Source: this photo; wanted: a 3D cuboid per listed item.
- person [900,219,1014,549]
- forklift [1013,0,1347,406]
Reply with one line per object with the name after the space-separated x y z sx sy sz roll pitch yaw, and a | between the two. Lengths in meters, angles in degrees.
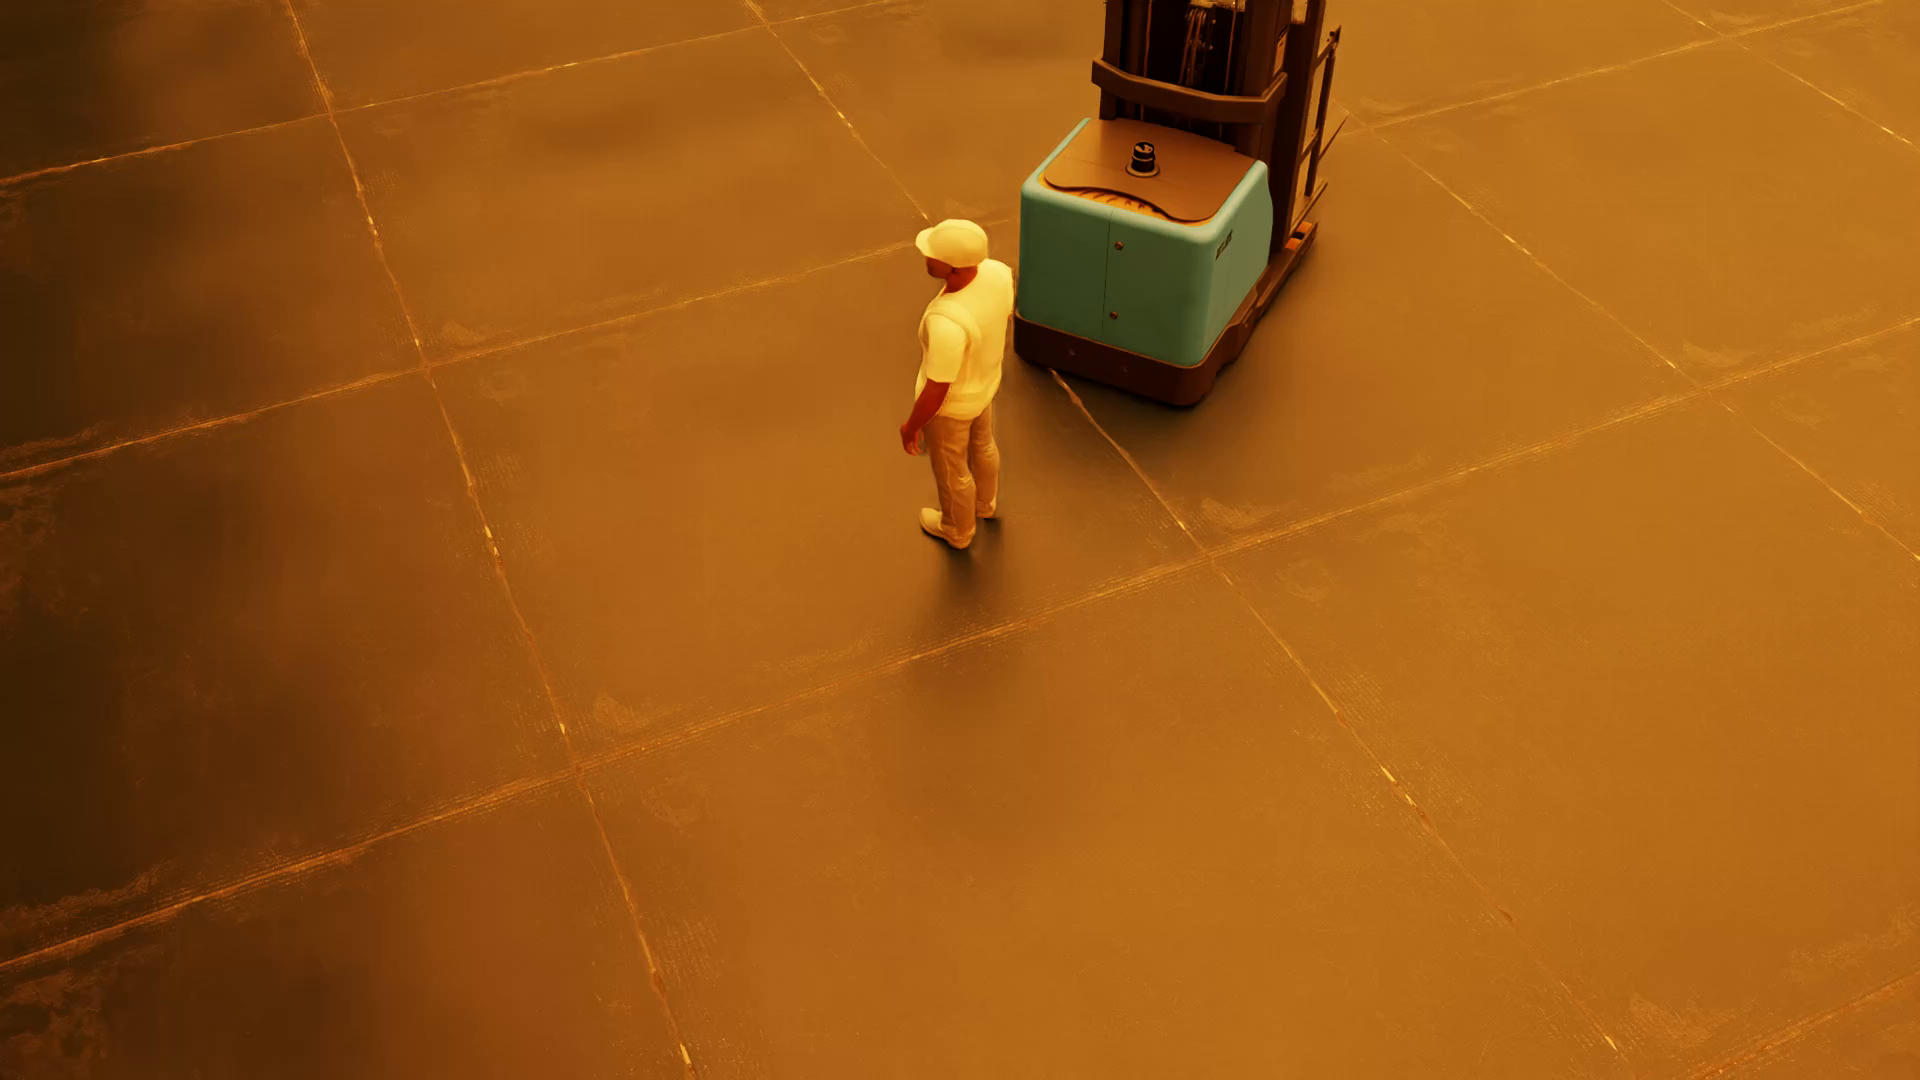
-0.013 -0.670 7.252 0.425 1.769 0.749 18 46 19 | person
1.410 -2.758 8.636 1.130 2.935 3.031 20 46 20 | forklift
